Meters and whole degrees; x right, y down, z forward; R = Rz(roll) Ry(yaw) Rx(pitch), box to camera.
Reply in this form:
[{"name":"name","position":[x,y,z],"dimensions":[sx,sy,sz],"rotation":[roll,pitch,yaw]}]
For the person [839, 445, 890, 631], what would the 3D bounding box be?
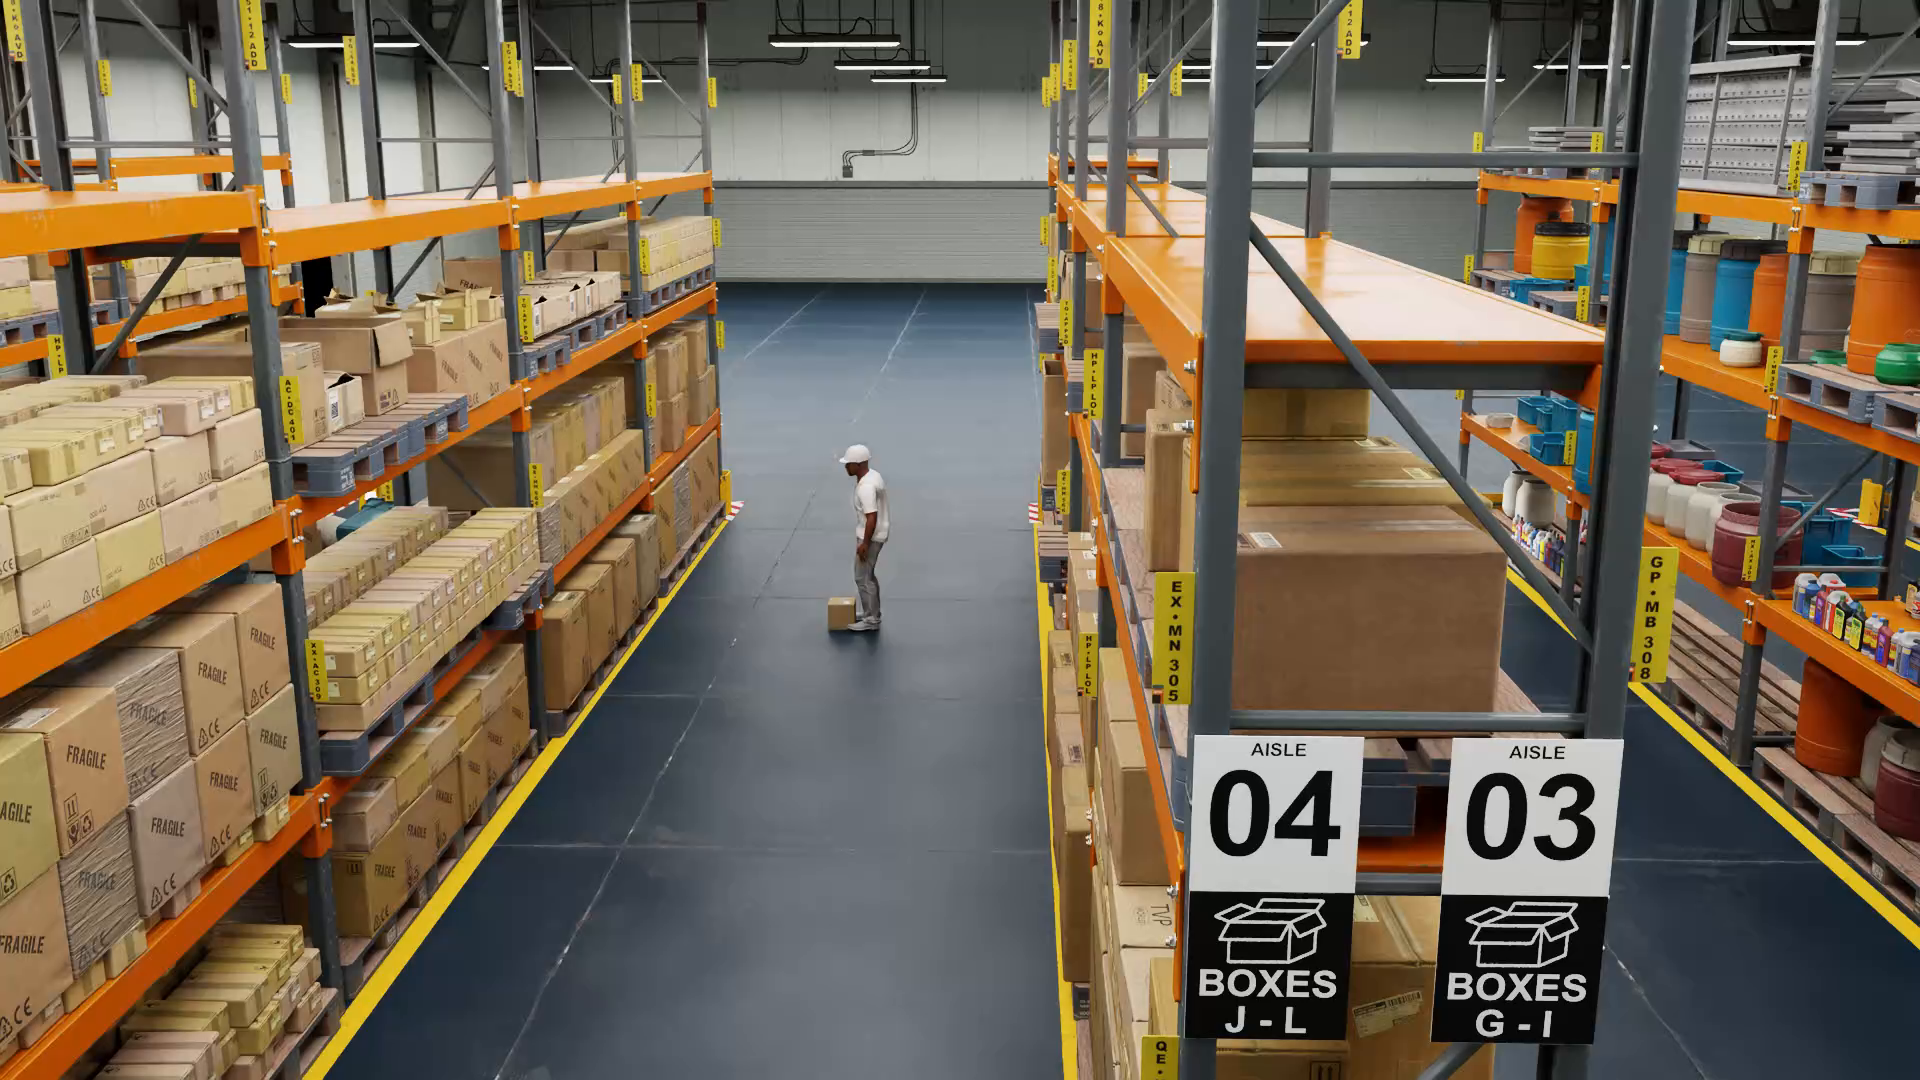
[{"name":"person","position":[-0.887,-0.032,15.592],"dimensions":[0.462,1.759,0.632],"rotation":[0,14,-2]}]
